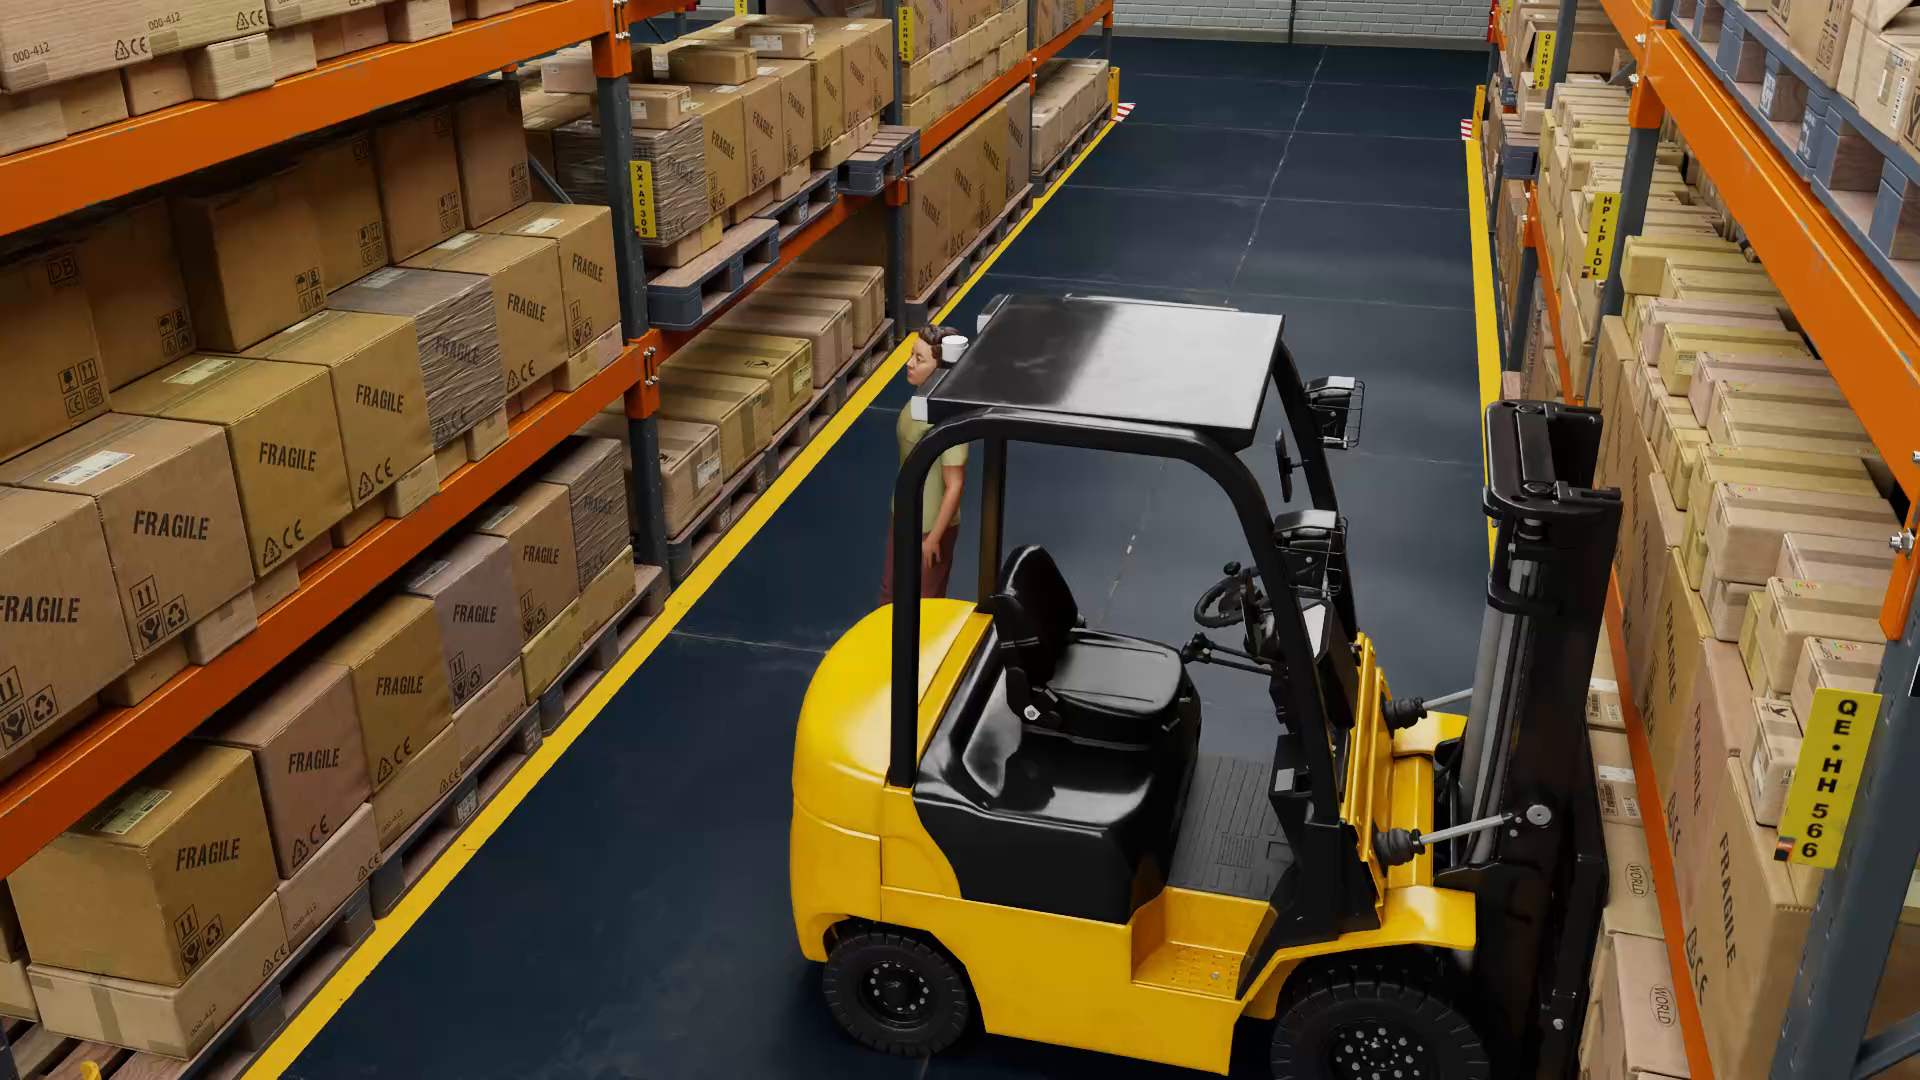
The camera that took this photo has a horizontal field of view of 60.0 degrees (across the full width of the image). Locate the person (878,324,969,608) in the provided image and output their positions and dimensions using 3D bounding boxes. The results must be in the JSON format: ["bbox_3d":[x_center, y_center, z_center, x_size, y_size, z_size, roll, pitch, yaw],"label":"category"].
[{"bbox_3d":[-0.214,-0.074,6.745,0.549,1.676,0.553,-6,26,-13],"label":"person"}]
